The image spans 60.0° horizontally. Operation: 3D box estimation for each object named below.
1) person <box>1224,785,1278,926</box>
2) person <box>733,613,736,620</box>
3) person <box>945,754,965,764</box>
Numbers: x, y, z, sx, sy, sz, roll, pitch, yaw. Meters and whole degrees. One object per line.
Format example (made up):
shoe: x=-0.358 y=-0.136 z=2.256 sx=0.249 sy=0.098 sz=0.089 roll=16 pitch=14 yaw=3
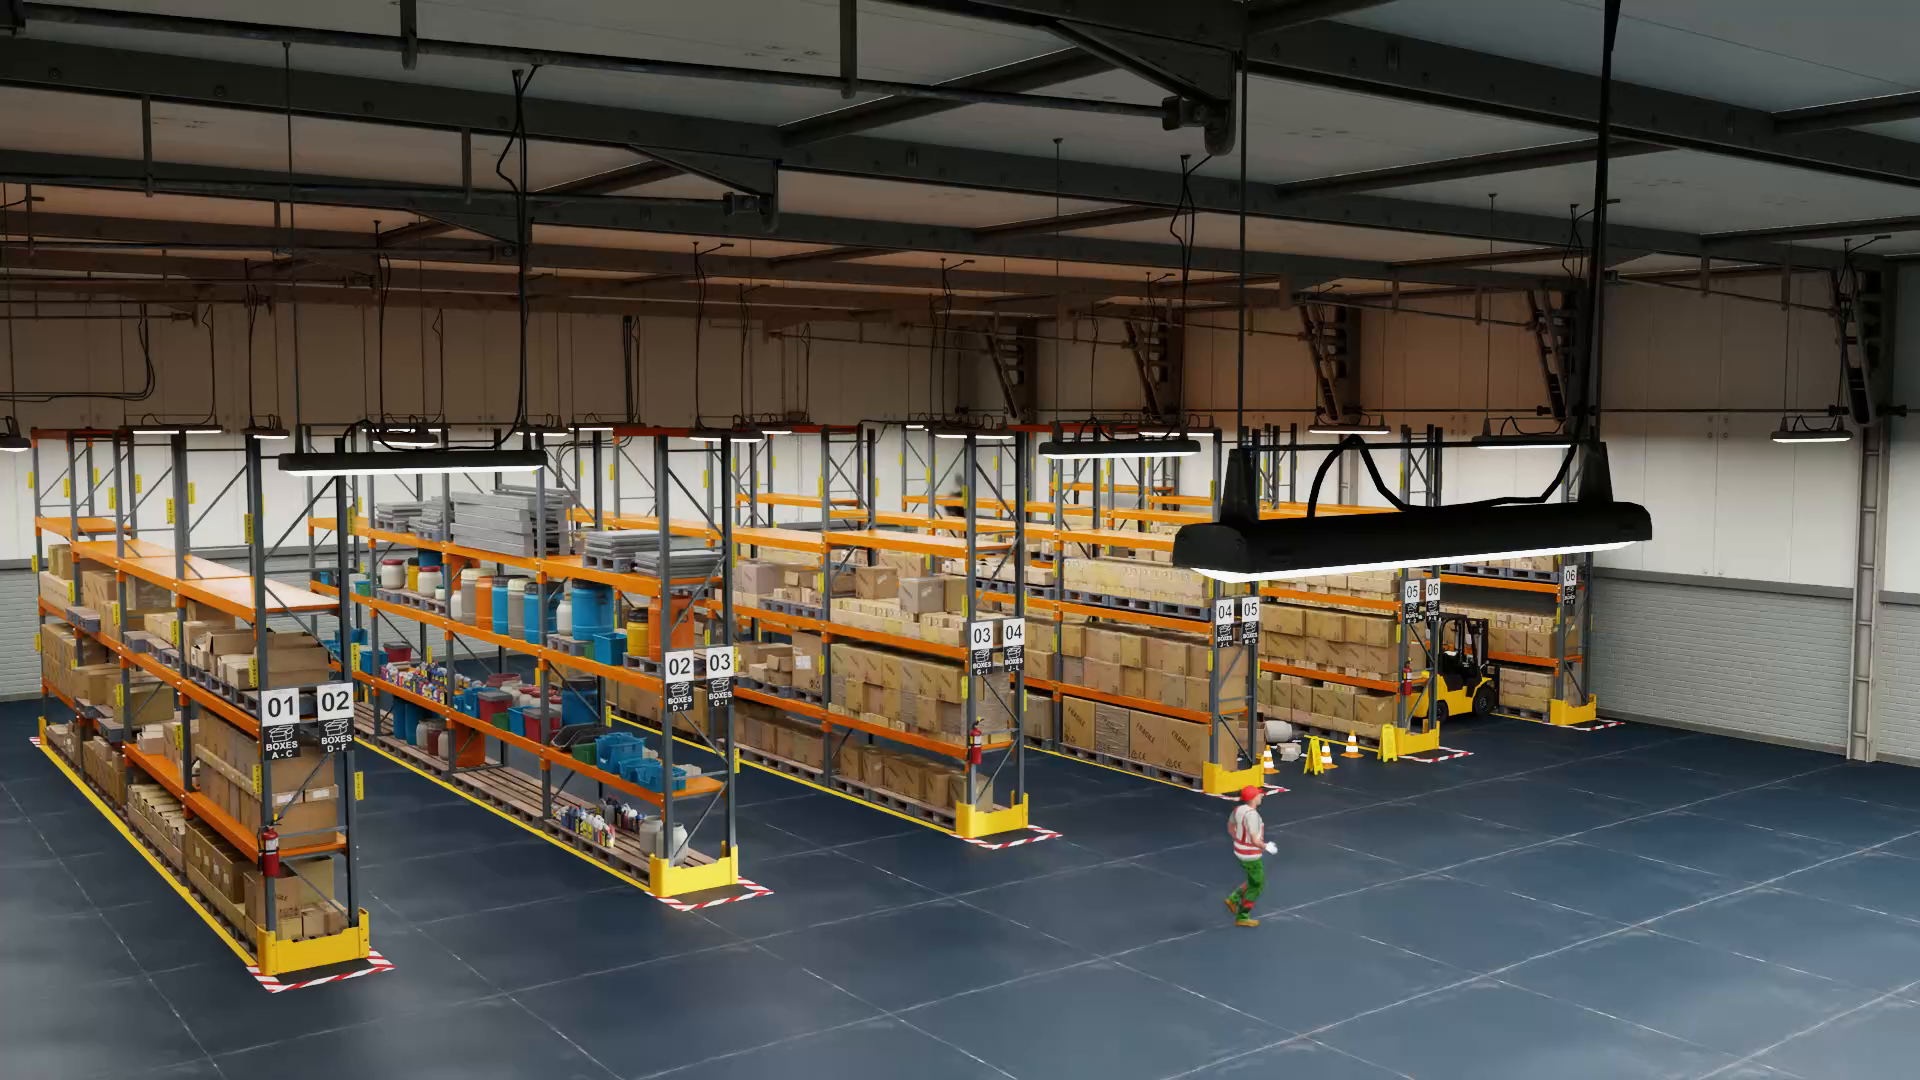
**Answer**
person: x=3.555 y=3.857 z=20.327 sx=0.586 sy=1.745 sz=0.661 roll=-1 pitch=5 yaw=-8
person: x=-5.664 y=2.258 z=41.389 sx=0.596 sy=1.712 sz=0.857 roll=4 pitch=6 yaw=41
person: x=-0.009 y=3.198 z=29.689 sx=0.549 sy=1.623 sz=0.608 roll=4 pitch=6 yaw=40
